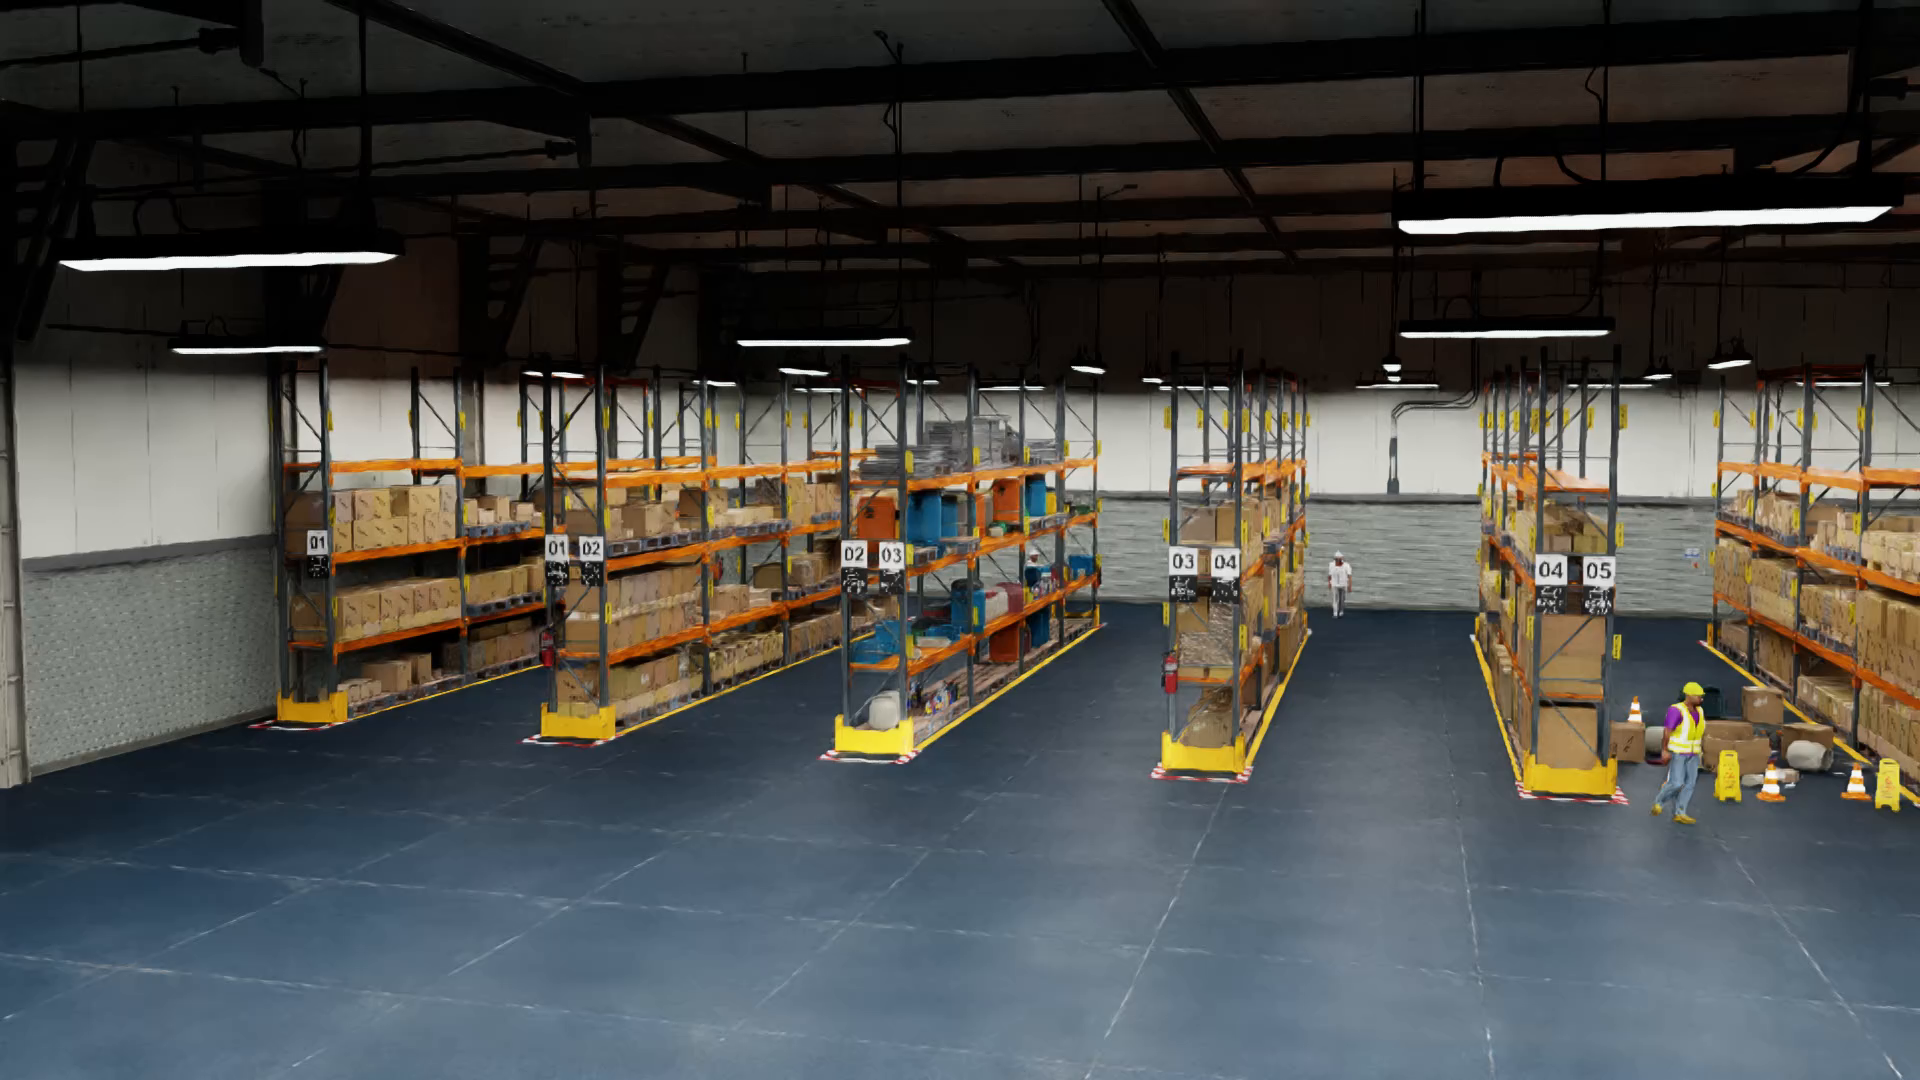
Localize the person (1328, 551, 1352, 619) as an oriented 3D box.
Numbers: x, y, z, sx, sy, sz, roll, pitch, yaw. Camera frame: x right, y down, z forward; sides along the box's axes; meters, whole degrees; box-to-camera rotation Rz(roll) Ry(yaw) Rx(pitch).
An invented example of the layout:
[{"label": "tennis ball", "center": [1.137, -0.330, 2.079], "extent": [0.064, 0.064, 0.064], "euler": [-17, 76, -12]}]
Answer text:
[{"label": "person", "center": [9.586, 1.129, 41.981], "extent": [0.591, 1.716, 1.042], "euler": [1, 4, 14]}]

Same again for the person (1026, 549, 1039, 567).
[{"label": "person", "center": [1.829, 1.114, 41.613], "extent": [0.478, 1.778, 0.696], "euler": [1, 4, 16]}]

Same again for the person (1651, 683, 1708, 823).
[{"label": "person", "center": [8.989, 2.637, 20.746], "extent": [0.615, 1.755, 0.566], "euler": [-2, 4, -21]}]
